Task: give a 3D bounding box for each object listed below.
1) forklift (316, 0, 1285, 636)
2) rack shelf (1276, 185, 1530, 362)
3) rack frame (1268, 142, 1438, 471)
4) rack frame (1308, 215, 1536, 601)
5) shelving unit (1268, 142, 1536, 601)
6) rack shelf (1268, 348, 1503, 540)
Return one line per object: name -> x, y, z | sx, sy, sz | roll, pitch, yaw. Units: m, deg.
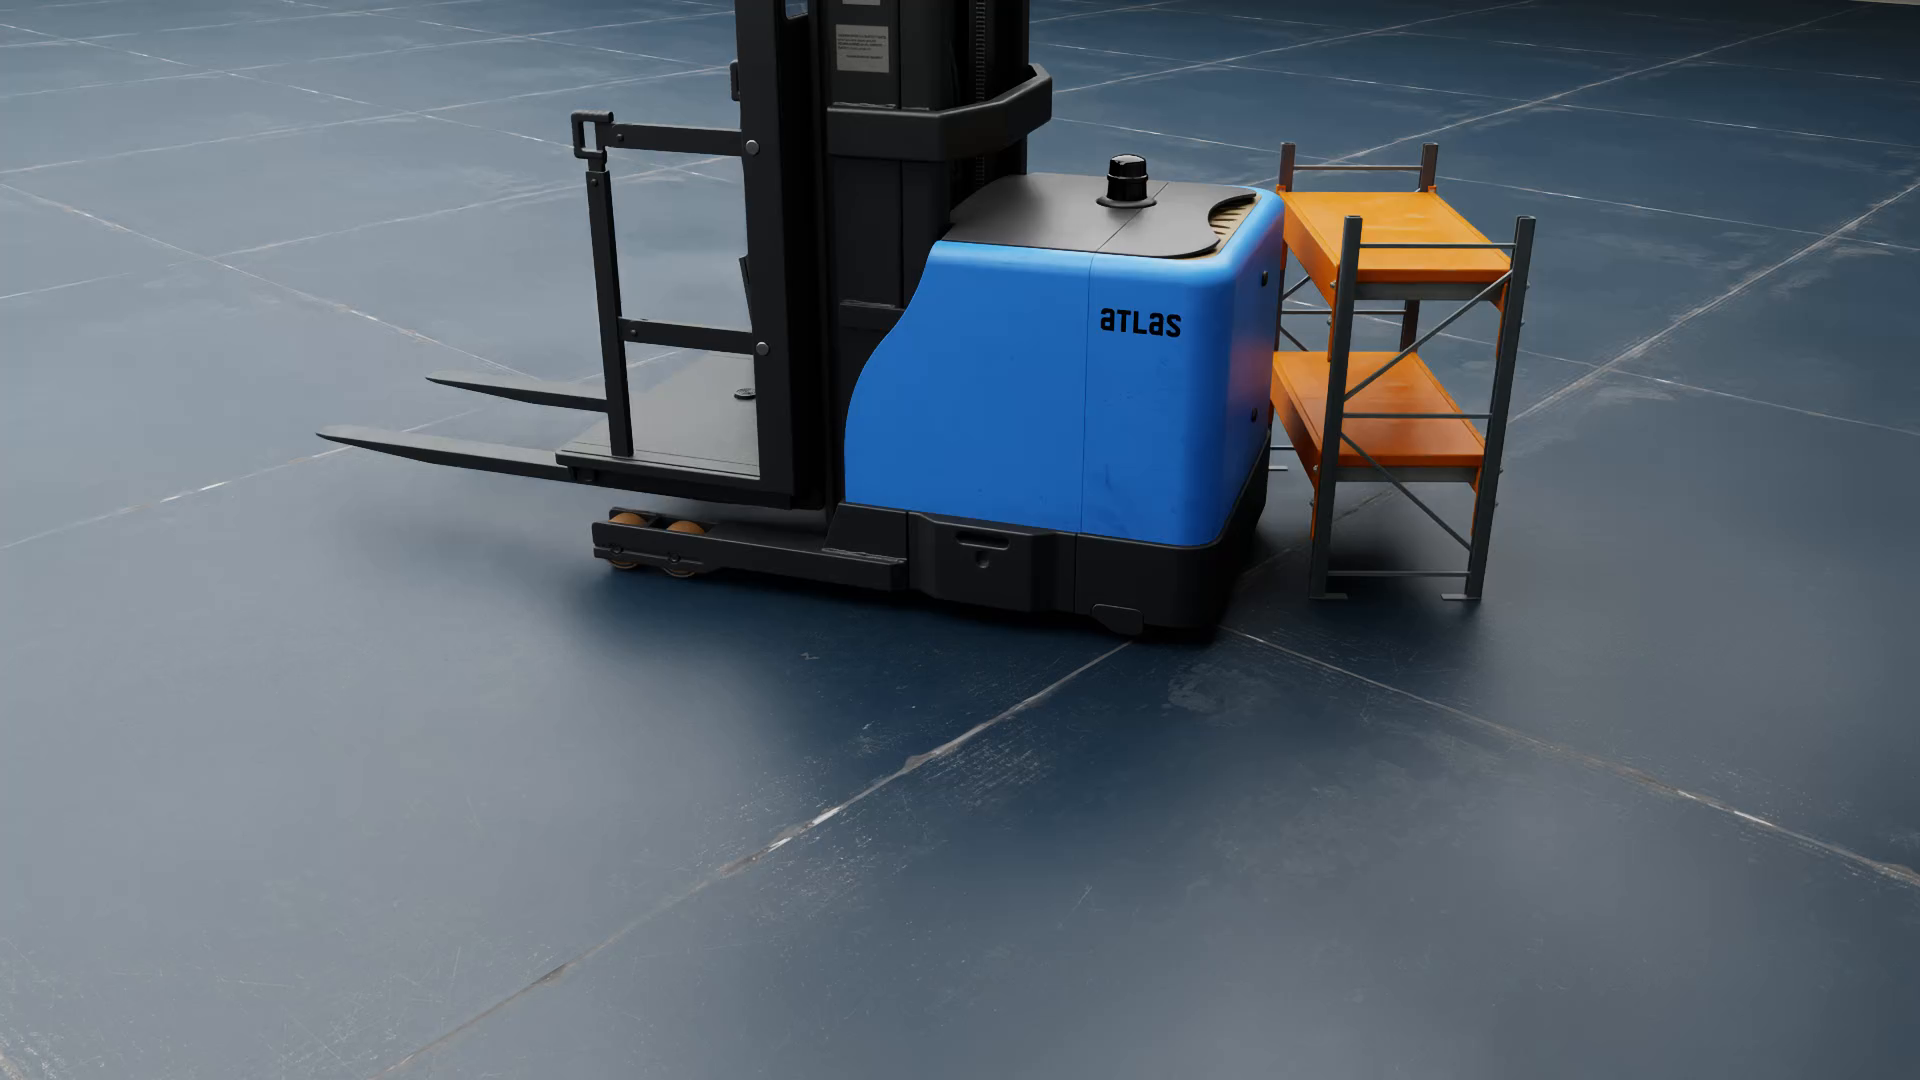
forklift -> -0.592, -1.419, 4.832 | 3.031, 2.935, 1.130 | 8, 25, 17
rack shelf -> 1.277, -0.819, 4.985 | 0.538, 0.278, 1.000 | 0, 24, 0
rack frame -> 1.281, -0.760, 5.569 | 0.500, 1.125, 0.032 | 0, 24, 0
rack frame -> 1.272, -0.344, 4.641 | 0.500, 1.125, 0.032 | 0, 24, 0
shelving unit -> 1.277, -0.552, 5.105 | 0.538, 1.125, 1.048 | 0, 24, 0
rack shelf -> 1.276, -0.329, 5.205 | 0.538, 0.278, 1.000 | 0, 24, 0
